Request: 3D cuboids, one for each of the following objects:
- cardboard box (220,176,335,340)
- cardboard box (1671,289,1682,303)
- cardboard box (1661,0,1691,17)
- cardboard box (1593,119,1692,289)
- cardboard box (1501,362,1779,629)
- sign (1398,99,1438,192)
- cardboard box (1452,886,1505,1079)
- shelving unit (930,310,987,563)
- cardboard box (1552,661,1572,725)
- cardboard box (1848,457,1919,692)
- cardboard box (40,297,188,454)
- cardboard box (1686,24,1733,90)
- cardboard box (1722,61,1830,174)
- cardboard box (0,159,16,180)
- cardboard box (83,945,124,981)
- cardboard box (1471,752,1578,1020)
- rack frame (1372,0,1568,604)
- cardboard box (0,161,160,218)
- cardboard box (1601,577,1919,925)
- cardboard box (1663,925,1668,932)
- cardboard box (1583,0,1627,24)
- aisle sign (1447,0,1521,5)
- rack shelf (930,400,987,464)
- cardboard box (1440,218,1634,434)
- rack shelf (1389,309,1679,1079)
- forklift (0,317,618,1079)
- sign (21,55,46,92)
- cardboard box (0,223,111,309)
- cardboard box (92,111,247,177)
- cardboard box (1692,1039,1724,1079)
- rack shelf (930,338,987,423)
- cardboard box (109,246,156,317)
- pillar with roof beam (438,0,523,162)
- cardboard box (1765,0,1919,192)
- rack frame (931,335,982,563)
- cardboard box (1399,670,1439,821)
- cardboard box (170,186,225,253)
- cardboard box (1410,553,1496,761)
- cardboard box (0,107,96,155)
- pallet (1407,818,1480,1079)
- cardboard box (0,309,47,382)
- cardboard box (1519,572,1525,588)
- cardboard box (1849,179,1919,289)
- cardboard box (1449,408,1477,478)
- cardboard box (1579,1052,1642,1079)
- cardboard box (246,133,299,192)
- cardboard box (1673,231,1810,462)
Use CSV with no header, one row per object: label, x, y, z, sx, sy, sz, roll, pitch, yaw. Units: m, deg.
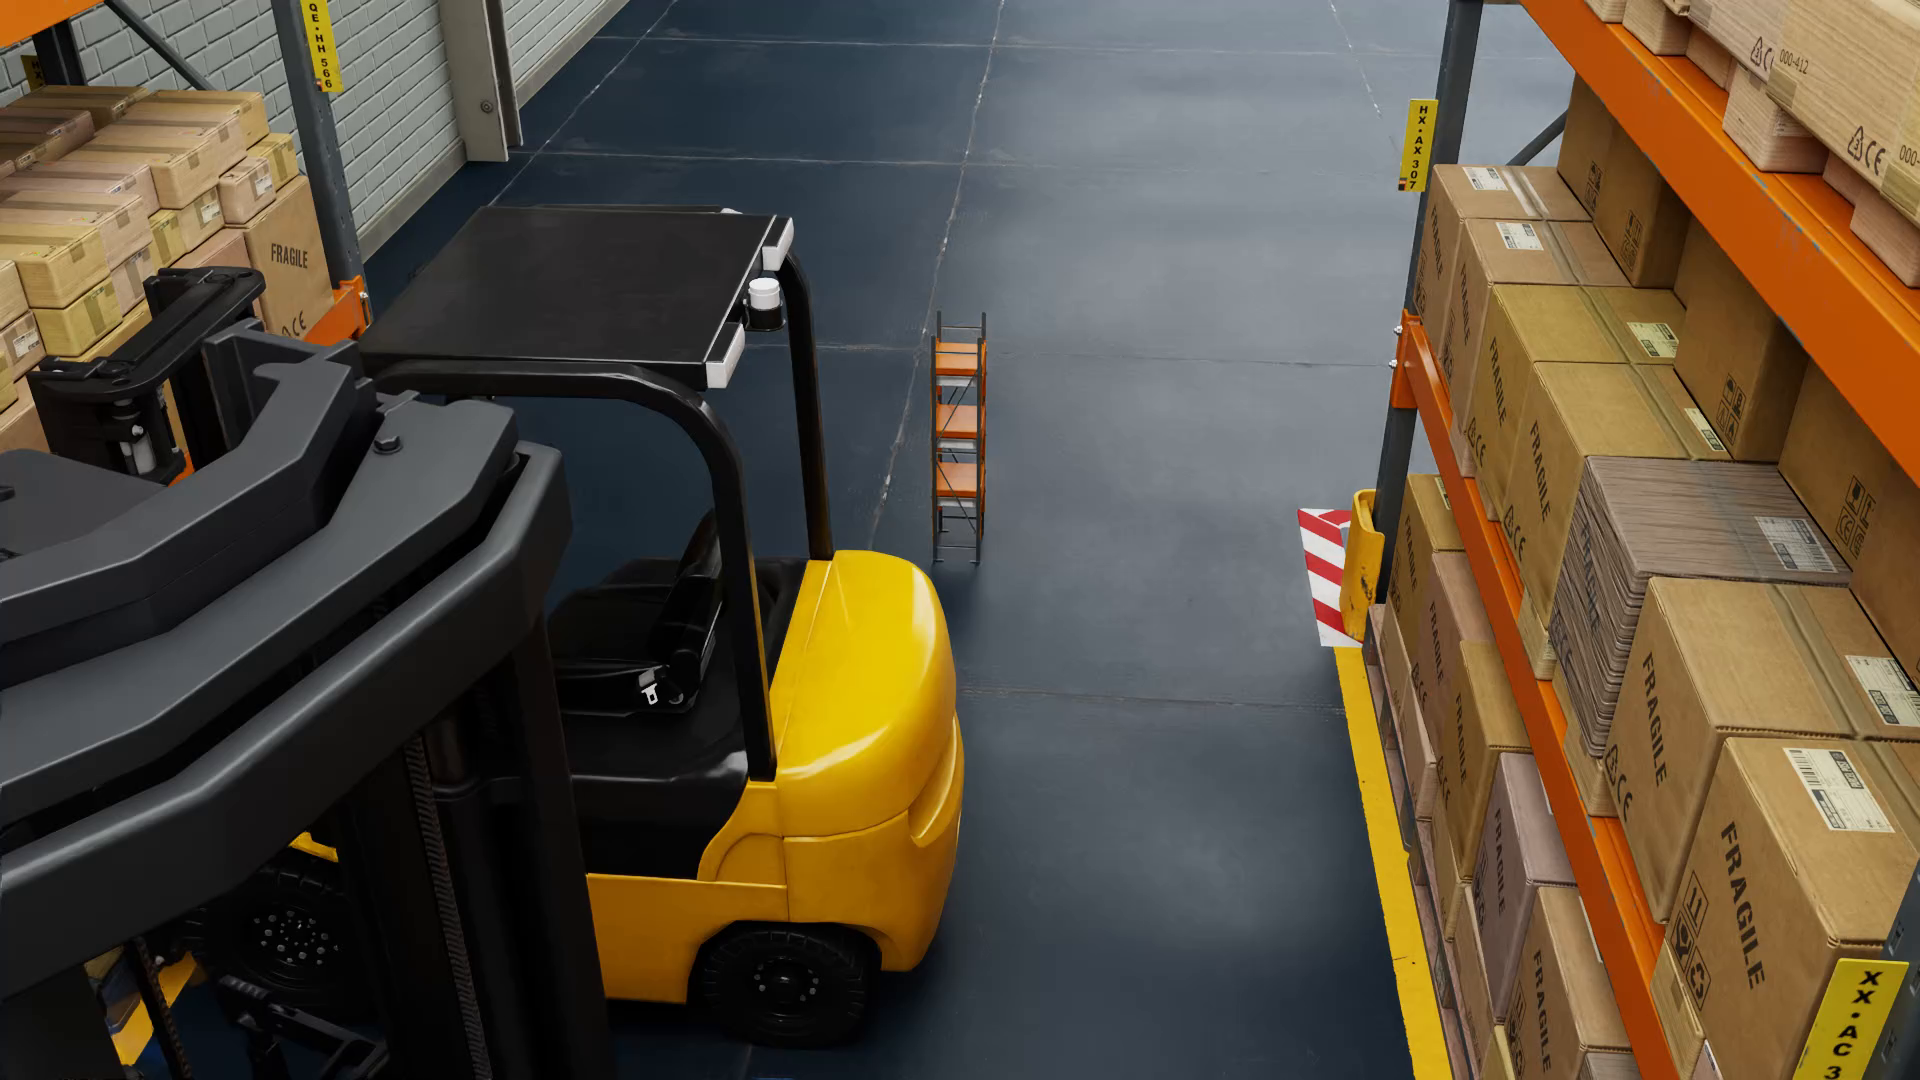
cardboard box,-2.587,-0.965,5.861,0.500,0.500,0.500,2,32,3
cardboard box,2.324,-0.593,4.974,0.500,0.500,0.500,3,32,4
cardboard box,1.703,-1.268,3.448,0.500,0.250,0.500,3,32,5
cardboard box,2.266,-1.035,4.738,0.700,0.500,0.500,3,32,4
cardboard box,1.712,-0.110,4.191,0.500,0.500,0.500,2,32,3
sign,1.598,-1.372,5.793,0.100,0.325,0.005,2,32,4
cardboard box,1.673,1.238,4.603,0.500,0.250,0.500,3,32,5
shelving unit,-0.004,-0.419,6.929,0.215,1.050,0.252,2,32,4
cardboard box,1.666,0.373,4.025,0.380,0.149,0.250,2,32,3
cardboard box,2.129,0.029,3.012,0.700,0.500,0.500,3,32,4
cardboard box,-2.680,-0.426,4.987,0.500,0.500,0.500,2,32,3
cardboard box,1.756,-1.041,3.461,0.380,0.149,0.250,2,32,4
cardboard box,1.633,-0.775,3.028,0.380,0.149,0.250,3,32,5
cardboard box,-3.146,-1.067,5.125,0.380,0.149,0.250,3,32,4
cardboard box,-2.712,1.118,4.797,0.500,0.250,0.500,3,32,5
cardboard box,1.674,0.930,4.388,0.500,0.500,0.500,4,32,7
rack frame,2.139,-0.981,5.982,1.000,3.000,0.127,2,32,4
cardboard box,-2.705,-1.045,5.089,0.380,0.149,0.250,3,32,4
cardboard box,1.637,0.429,3.315,0.500,0.500,0.500,3,32,6
cardboard box,1.648,0.773,3.376,0.380,0.149,0.250,3,32,4
cardboard box,1.687,-1.315,3.906,0.380,0.149,0.250,3,32,5
aisle sign,1.835,-2.133,5.374,0.394,0.787,0.004,2,32,4
rack shelf,-0.004,-0.410,6.935,0.215,0.259,0.240,2,32,4
cardboard box,1.785,-0.643,5.056,0.500,0.500,0.500,3,32,5
rack shelf,1.976,0.371,4.474,1.077,0.370,4.000,2,32,4
forklift,-1.363,1.073,2.716,3.031,2.935,1.130,13,34,20
sign,-3.361,-1.620,6.119,0.100,0.325,0.005,2,32,4
cardboard box,-2.632,-0.768,4.640,0.380,0.149,0.250,3,32,5
cardboard box,-2.617,-1.309,5.519,0.380,0.149,0.250,3,32,4
cardboard box,1.536,1.037,2.948,0.380,0.149,0.250,2,32,3
rack shelf,-0.004,-0.652,6.786,0.215,0.259,0.240,2,32,4
cardboard box,-2.637,-0.777,4.939,0.380,0.149,0.250,1,32,2
pillar with roof beam,1.016,-6.373,9.013,9.100,9.000,0.400,2,32,4
cardboard box,1.621,-0.735,2.585,0.500,0.250,0.500,2,32,3
rack frame,-0.014,-0.355,6.826,0.200,1.050,0.008,2,32,4
cardboard box,1.749,0.688,5.496,0.500,0.250,0.500,4,32,6
cardboard box,-2.631,-1.048,5.378,0.380,0.149,0.250,3,32,5
cardboard box,1.758,0.388,5.267,0.500,0.500,0.500,1,32,2
cardboard box,-3.133,-1.333,5.557,0.380,0.149,0.250,4,32,6
pallet,1.930,1.306,4.930,1.003,0.211,1.213,2,32,4
cardboard box,-2.748,-0.518,4.517,0.380,0.149,0.250,2,32,4
cardboard box,1.730,0.108,4.456,0.380,0.149,0.250,2,32,3
cardboard box,1.640,-0.500,2.583,0.380,0.149,0.250,3,32,4
cardboard box,1.730,-0.306,5.127,0.380,0.149,0.250,3,32,5
cardboard box,1.594,1.463,3.523,0.500,0.500,0.500,2,32,3
cardboard box,-2.557,-1.316,5.813,0.380,0.149,0.250,3,32,5
cardboard box,2.148,-0.509,3.885,0.700,0.500,0.500,2,32,4
